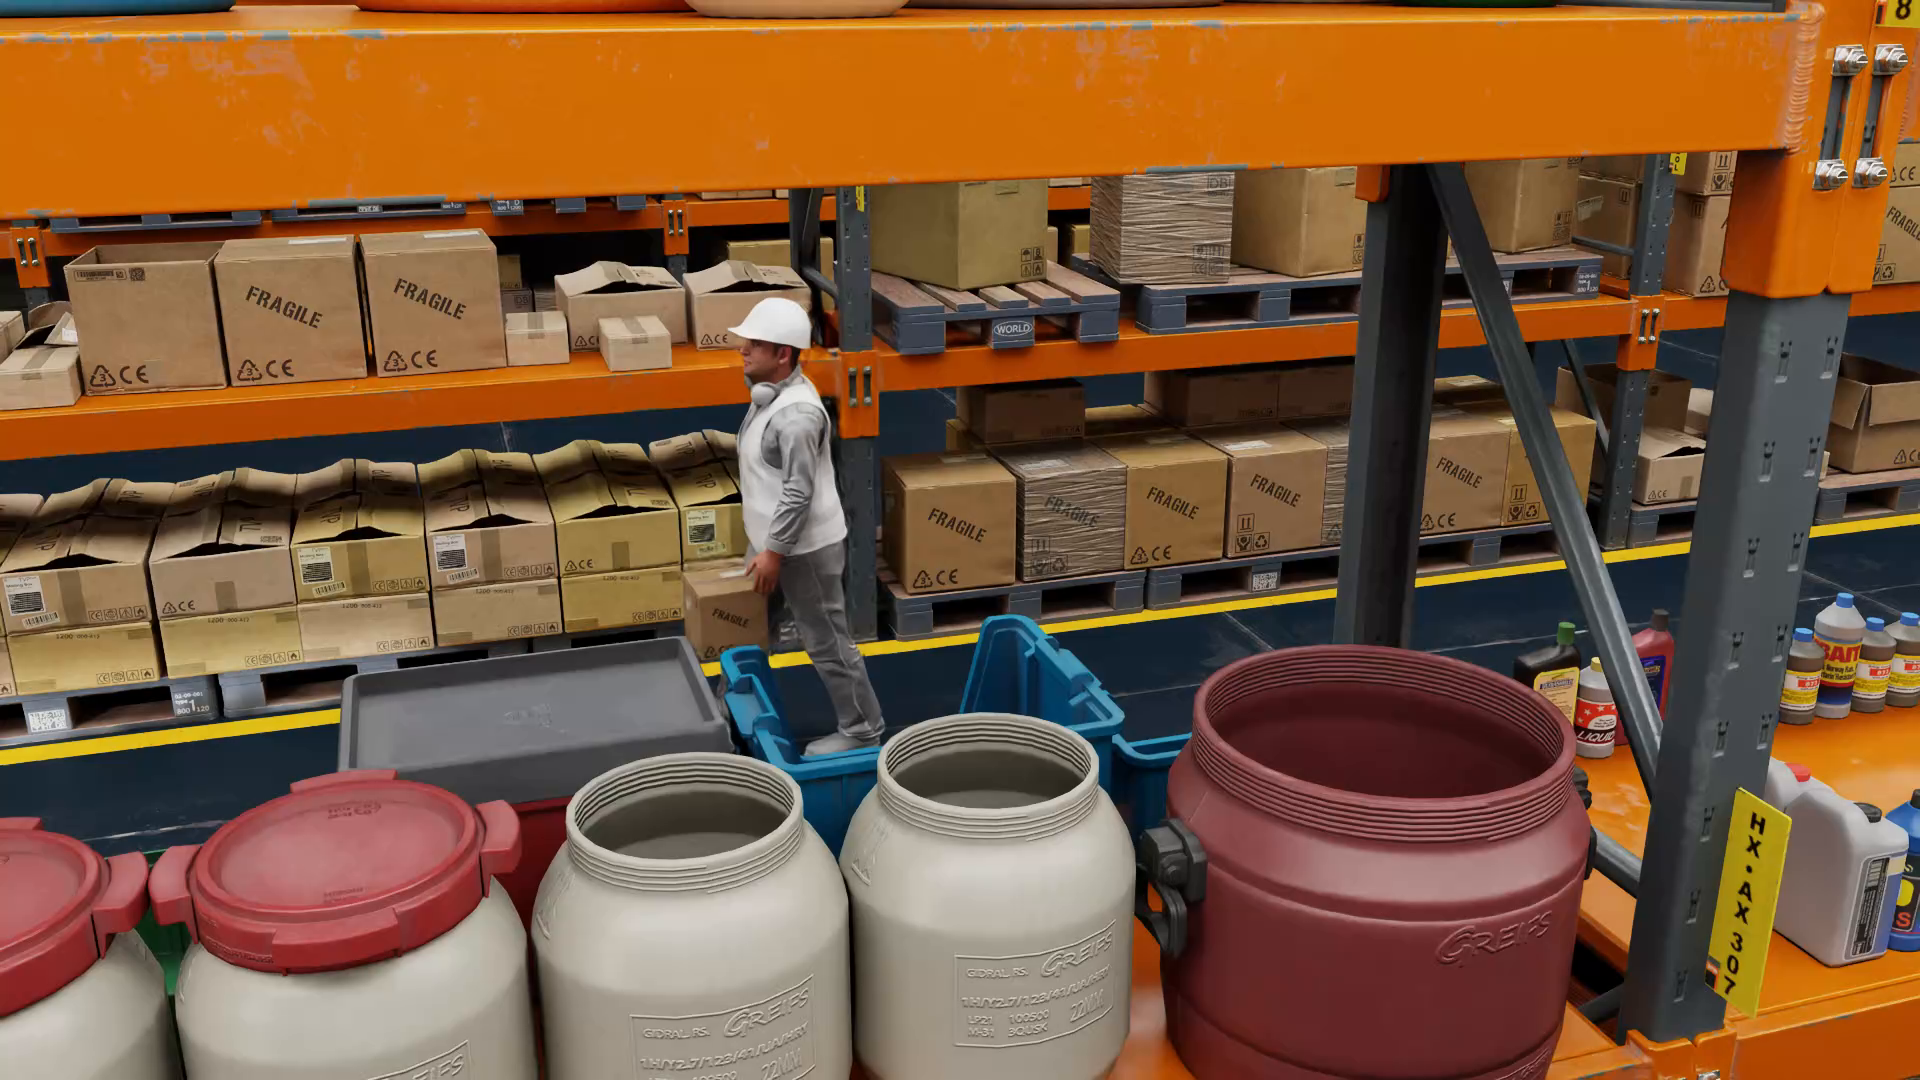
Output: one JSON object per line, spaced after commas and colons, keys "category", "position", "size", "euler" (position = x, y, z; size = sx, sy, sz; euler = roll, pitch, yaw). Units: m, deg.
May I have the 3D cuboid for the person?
{"category": "person", "position": [-0.713, 0.005, 5.993], "size": [0.887, 1.742, 0.547], "euler": [-6, 20, -17]}
